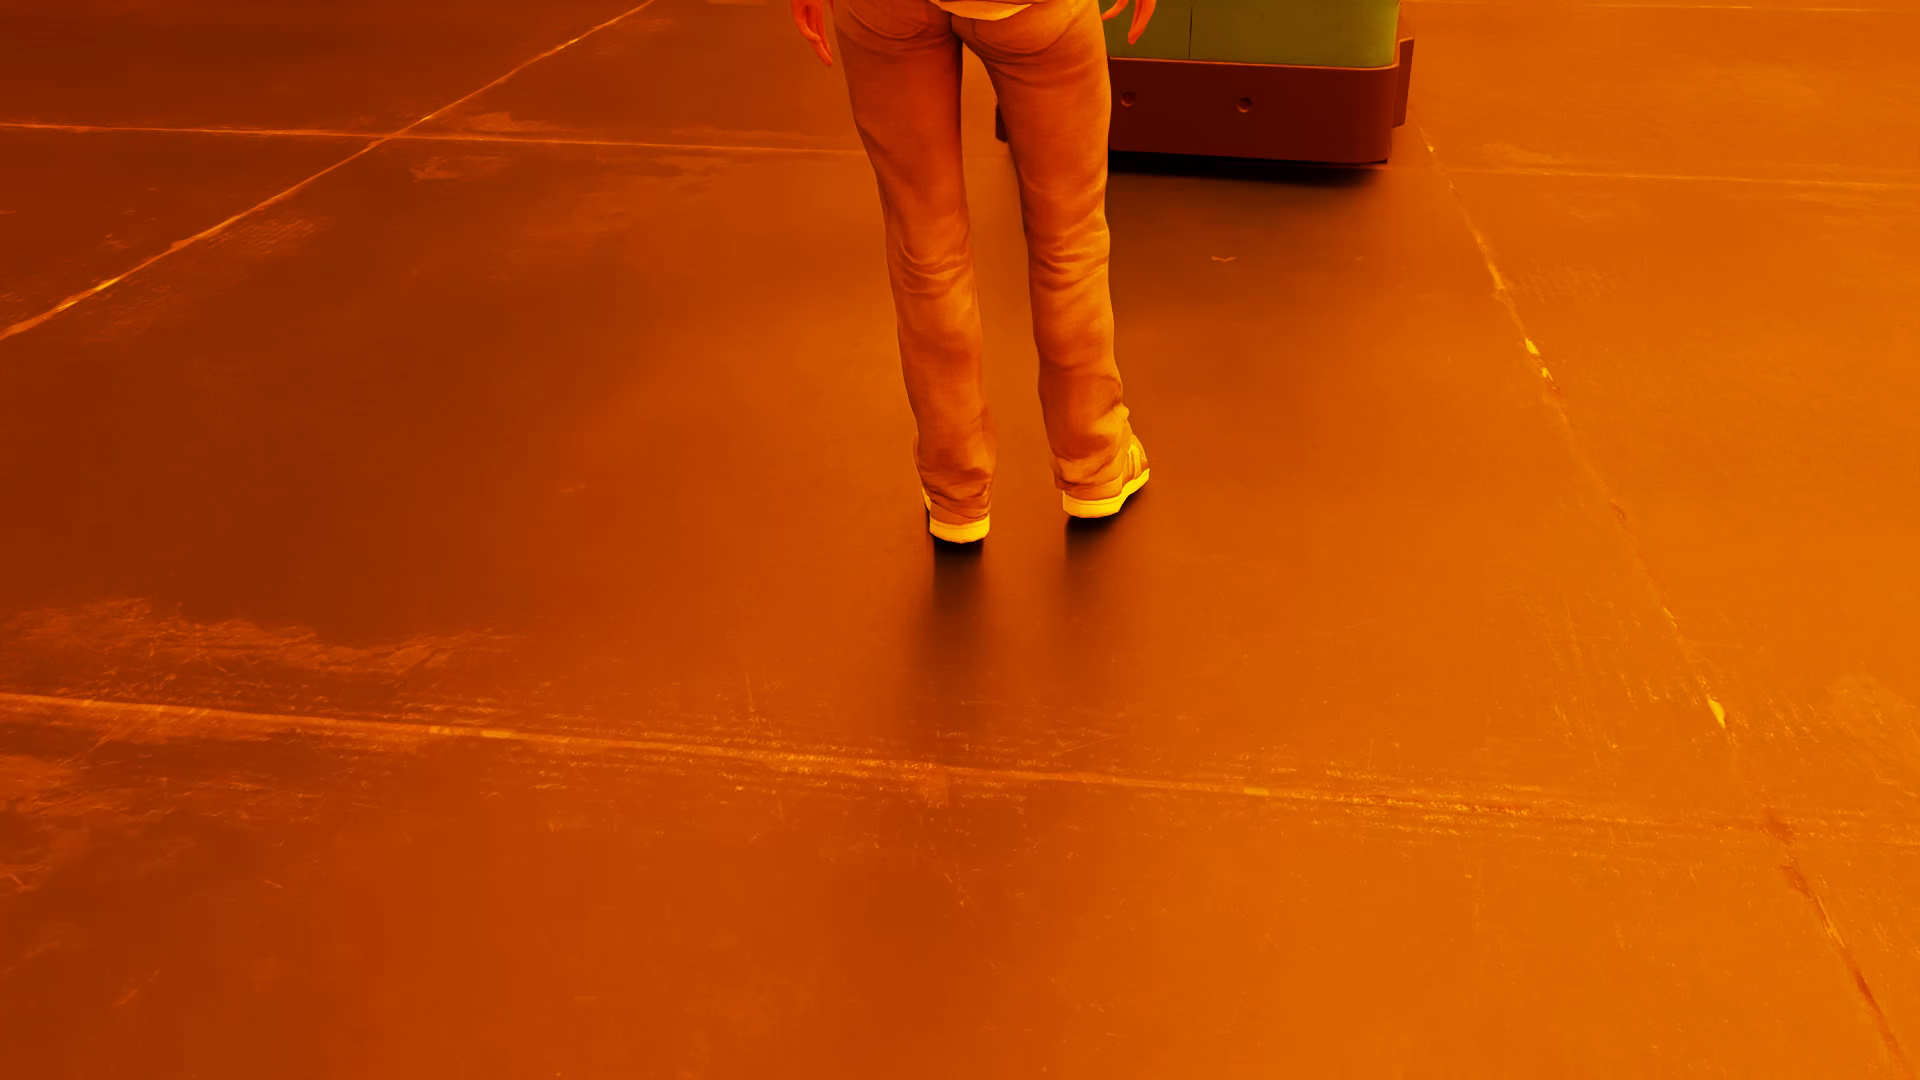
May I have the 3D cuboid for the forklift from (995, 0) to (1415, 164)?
[{"bbox_3d":[0.943,-2.916,5.062,1.130,2.935,3.031,6,27,12],"label":"forklift"}]

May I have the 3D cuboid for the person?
[{"bbox_3d":[0.024,-0.753,2.204,0.520,1.597,0.475,3,27,7],"label":"person"}]
